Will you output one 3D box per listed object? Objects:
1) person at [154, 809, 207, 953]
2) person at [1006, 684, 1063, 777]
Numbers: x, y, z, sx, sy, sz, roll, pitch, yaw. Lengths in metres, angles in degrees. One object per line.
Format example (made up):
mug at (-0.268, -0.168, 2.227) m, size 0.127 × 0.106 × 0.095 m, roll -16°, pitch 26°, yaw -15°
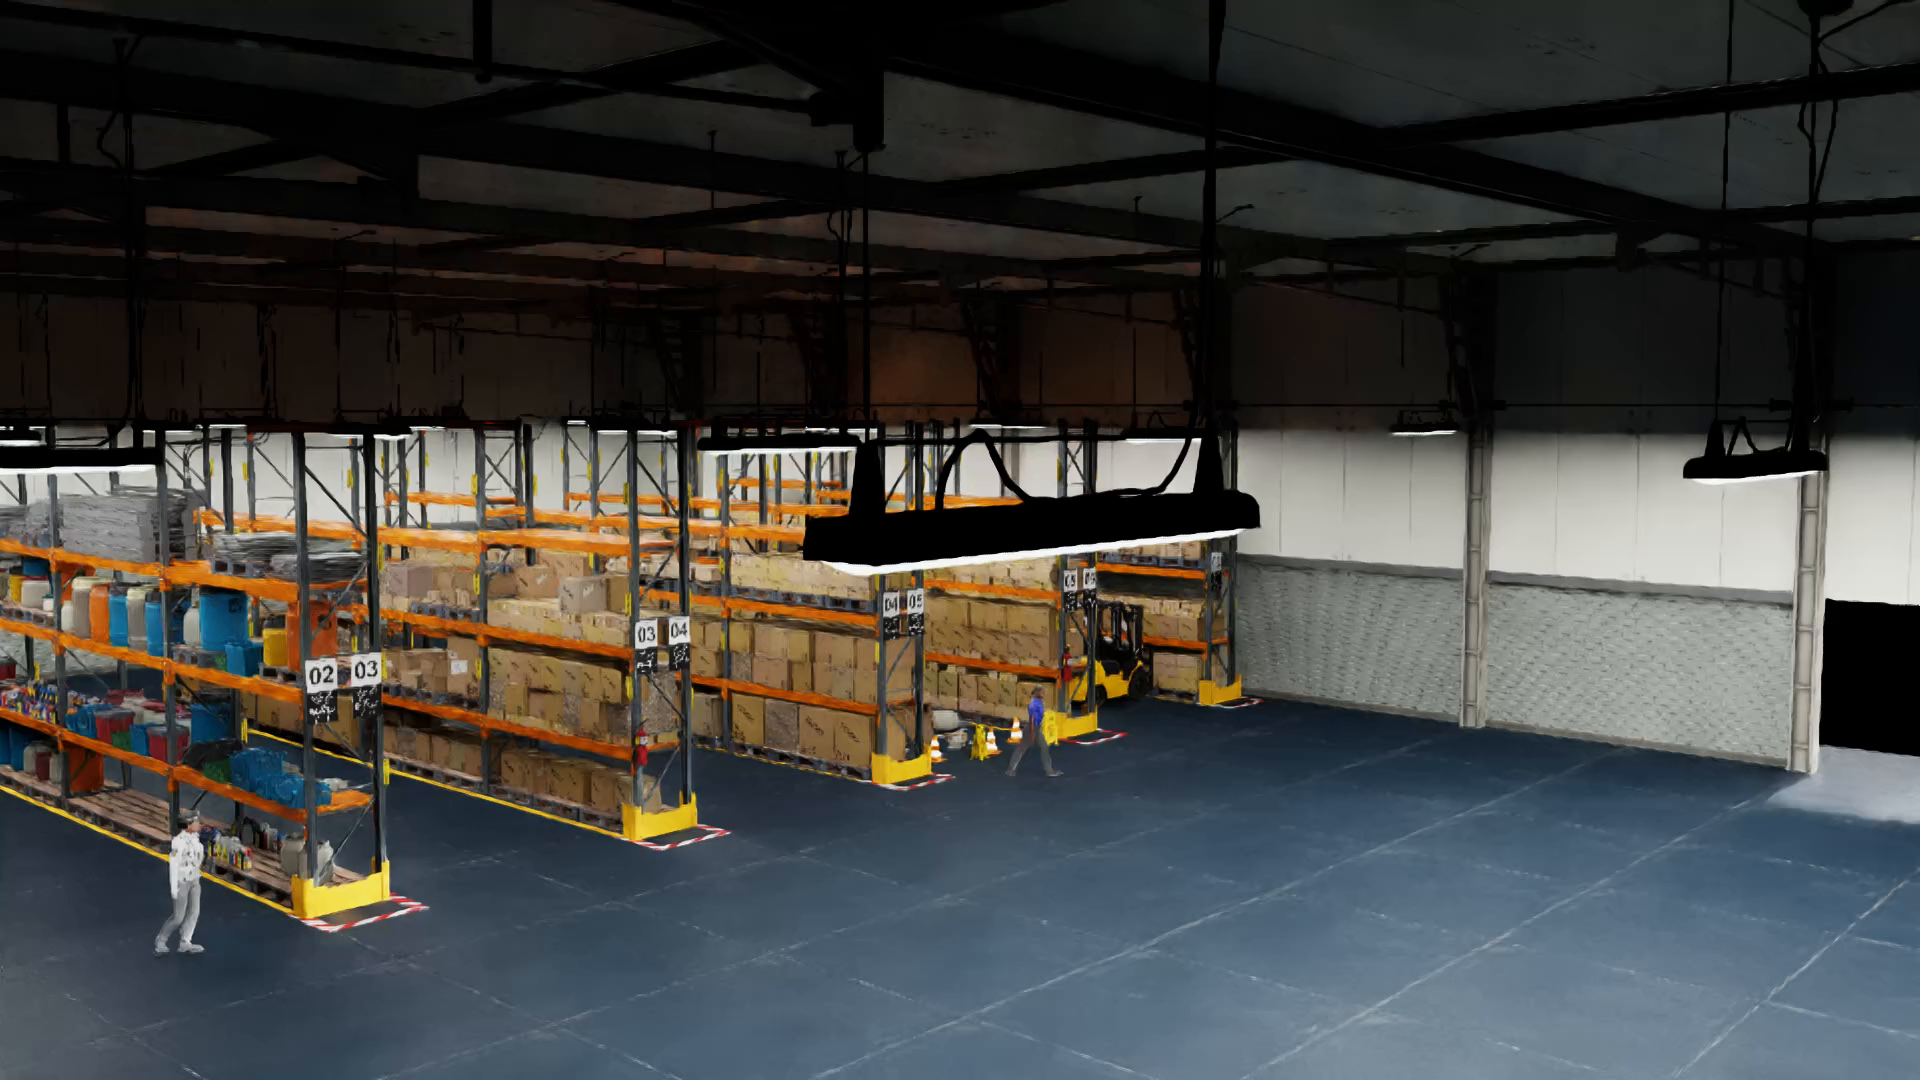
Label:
person at (-9.018, 3.937, 19.191) m, size 0.534 × 1.662 × 0.522 m, roll 0°, pitch 5°, yaw 6°
person at (1.251, 3.241, 28.142) m, size 0.935 × 1.592 × 0.494 m, roll 2°, pitch 5°, yaw 19°
